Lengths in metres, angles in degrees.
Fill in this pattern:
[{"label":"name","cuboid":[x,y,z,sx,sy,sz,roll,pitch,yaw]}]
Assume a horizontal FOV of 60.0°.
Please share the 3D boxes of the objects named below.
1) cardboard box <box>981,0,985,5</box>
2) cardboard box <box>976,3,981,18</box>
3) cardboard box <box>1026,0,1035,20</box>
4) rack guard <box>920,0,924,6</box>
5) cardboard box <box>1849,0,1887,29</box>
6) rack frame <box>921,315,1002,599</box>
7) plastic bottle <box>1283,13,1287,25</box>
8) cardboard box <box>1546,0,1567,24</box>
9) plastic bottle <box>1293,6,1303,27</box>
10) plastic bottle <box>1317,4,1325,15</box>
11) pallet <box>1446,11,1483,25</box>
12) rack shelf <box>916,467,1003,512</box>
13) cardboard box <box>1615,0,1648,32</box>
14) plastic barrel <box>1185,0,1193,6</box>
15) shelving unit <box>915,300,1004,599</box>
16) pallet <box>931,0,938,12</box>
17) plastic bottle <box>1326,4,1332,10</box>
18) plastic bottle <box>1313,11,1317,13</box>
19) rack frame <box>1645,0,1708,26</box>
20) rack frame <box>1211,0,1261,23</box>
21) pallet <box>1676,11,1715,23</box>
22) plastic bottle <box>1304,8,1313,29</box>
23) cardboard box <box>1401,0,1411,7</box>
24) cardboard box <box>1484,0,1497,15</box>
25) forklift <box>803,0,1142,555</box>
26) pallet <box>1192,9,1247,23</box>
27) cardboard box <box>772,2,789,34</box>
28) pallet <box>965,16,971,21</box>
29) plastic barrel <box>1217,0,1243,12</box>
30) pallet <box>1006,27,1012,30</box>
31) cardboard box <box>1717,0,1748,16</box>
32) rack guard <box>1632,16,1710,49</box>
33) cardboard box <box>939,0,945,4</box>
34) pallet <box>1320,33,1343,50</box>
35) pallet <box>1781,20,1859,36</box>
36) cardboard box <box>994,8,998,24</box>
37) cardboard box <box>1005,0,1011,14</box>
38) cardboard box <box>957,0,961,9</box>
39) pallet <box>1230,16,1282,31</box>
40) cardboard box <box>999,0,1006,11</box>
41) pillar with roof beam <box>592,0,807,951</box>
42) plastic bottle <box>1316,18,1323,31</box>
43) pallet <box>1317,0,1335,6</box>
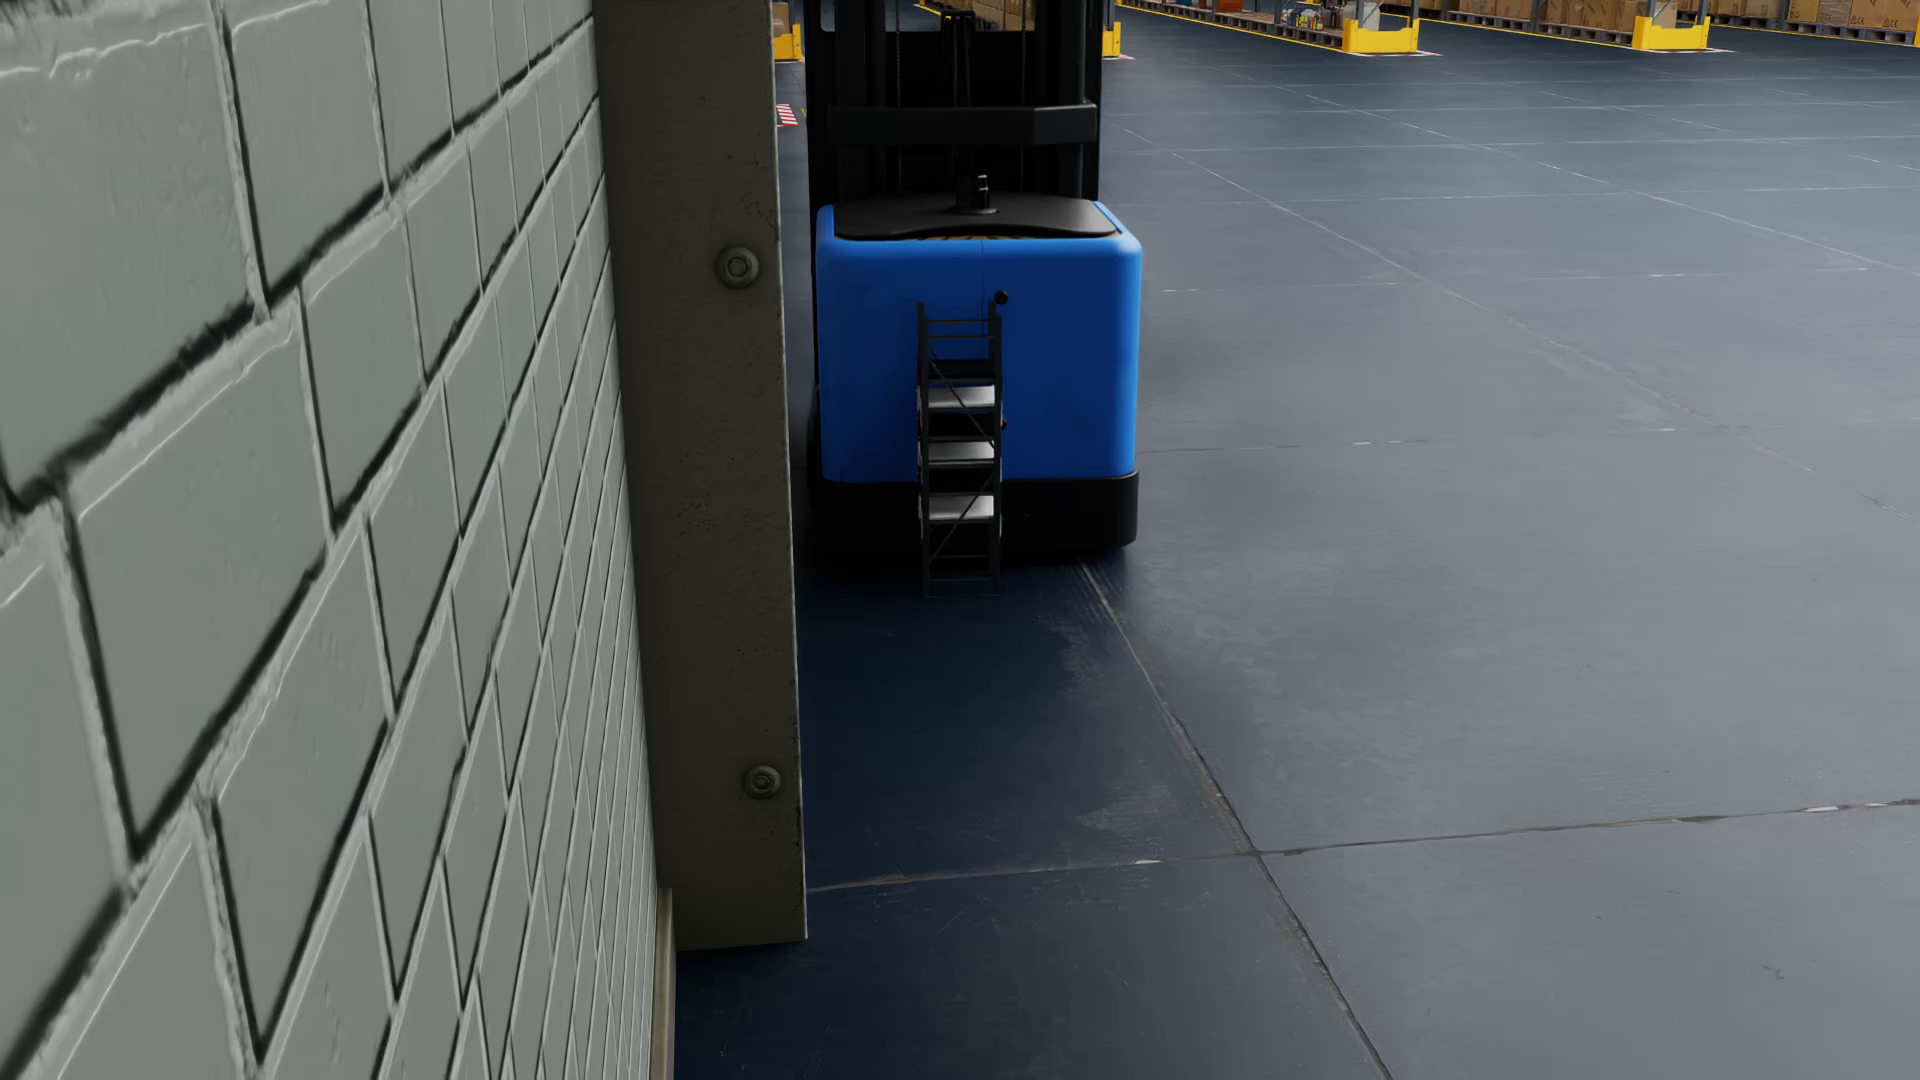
[{"label":"cardboard box","cuboid":[0.685,-10.379,31.745,0.500,0.311,0.500,-3,21,-9]},{"label":"cardboard box","cuboid":[0.603,-10.300,32.336,0.500,0.250,0.500,-3,21,-9]},{"label":"cardboard box","cuboid":[1.368,-8.768,27.162,0.500,0.500,0.500,-3,21,-8]},{"label":"rack guard","cuboid":[-0.397,-13.334,40.703,1.175,0.500,0.348,-3,21,-8]},{"label":"cardboard box","cuboid":[16.332,-9.443,29.147,0.875,0.875,0.875,-3,21,-9]},{"label":"rack frame","cuboid":[0.005,-0.241,5.074,0.240,0.900,0.006,-2,21,-4]},{"label":"plastic bottle","cuboid":[5.851,-9.353,29.841,0.097,0.201,0.097,0,20,0]},{"label":"cardboard box","cuboid":[11.143,-9.760,30.534,0.500,0.500,0.500,-4,21,-9]},{"label":"plastic bottle","cuboid":[5.957,-9.225,29.284,0.144,0.351,0.185,-4,21,-10]},{"label":"plastic bottle","cuboid":[6.459,-9.375,29.686,0.144,0.351,0.185,-3,21,-8]},{"label":"pallet","cuboid":[10.660,-10.683,34.017,1.003,0.211,1.213,-3,21,-8]},{"label":"rack shelf","cuboid":[-0.003,-0.160,5.212,0.258,0.077,0.200,-2,21,-4]},{"label":"cardboard box","cuboid":[11.508,-8.938,28.332,0.500,0.500,0.500,2,21,6]},{"label":"plastic barrel","cuboid":[5.234,-12.174,36.424,0.600,0.901,0.708,-3,21,-8]},{"label":"shelving unit","cuboid":[-0.003,-0.276,5.169,0.258,0.900,0.210,-2,21,-4]},{"label":"pallet","cuboid":[-0.109,-12.501,38.886,1.003,0.211,1.213,-3,21,-8]},{"label":"plastic bottle","cuboid":[6.602,-9.382,29.705,0.144,0.351,0.185,-3,21,-9]},{"label":"plastic bottle","cuboid":[6.161,-9.059,28.947,0.152,0.276,0.135,-3,21,-8]},{"label":"rack frame","cuboid":[11.702,-9.490,26.838,1.000,3.000,0.127,-3,21,-8]},{"label":"rack frame","cuboid":[5.647,-12.010,33.585,1.000,3.000,0.127,-3,21,-8]},{"label":"pallet","cuboid":[15.510,-10.892,34.577,1.003,0.211,1.213,-3,21,-8]},{"label":"plastic bottle","cuboid":[6.045,-9.013,28.718,0.144,0.351,0.185,-2,21,-6]},{"label":"cardboard box","cuboid":[10.349,-12.010,36.022,1.225,0.875,0.875,-3,21,-8]},{"label":"cardboard box","cuboid":[10.846,-10.677,32.959,0.700,0.500,0.500,-1,21,-3]},{"label":"forklift","cuboid":[-0.044,-1.797,6.338,1.130,2.935,3.031,-2,21,-4]},{"label":"pallet","cuboid":[5.492,-10.975,34.798,1.003,0.211,1.213,-3,21,-8]},{"label":"cardboard box","cuboid":[-3.152,-8.474,27.060,0.700,0.500,0.500,-4,21,-11]},{"label":"pallet","cuboid":[0.675,-10.716,34.105,1.003,0.211,1.213,-3,21,-8]},{"label":"plastic barrel","cuboid":[5.560,-11.359,34.342,0.600,0.830,0.708,-3,21,-8]},{"label":"pallet","cuboid":[1.395,-8.793,28.957,1.003,0.211,1.213,-3,21,-8]},{"label":"cardboard box","cuboid":[15.734,-10.778,32.900,1.050,0.750,0.750,-3,21,-8]},{"label":"rack guard","cuboid":[11.691,-8.345,27.346,1.175,0.500,0.348,-3,21,-8]},{"label":"cardboard box","cuboid":[-0.194,-12.365,37.478,0.500,0.500,0.500,-3,21,-8]},{"label":"pallet","cuboid":[6.631,-8.239,27.475,1.003,0.211,1.213,-3,21,-8]},{"label":"pallet","cuboid":[16.080,-9.517,30.894,1.003,0.211,1.213,-3,21,-8]},{"label":"cardboard box","cuboid":[0.904,-9.589,30.434,0.500,0.250,0.500,-3,21,-9]},{"label":"cardboard box","cuboid":[1.079,-9.460,29.016,0.500,0.500,0.500,-3,21,-8]},{"label":"cardboard box","cuboid":[0.222,-11.469,35.081,0.500,0.500,0.500,-4,21,-10]},{"label":"pallet","cuboid":[5.893,-10.012,32.221,1.003,0.211,1.213,-3,21,-8]},{"label":"cardboard box","cuboid":[0.980,-9.674,29.858,0.500,0.311,0.500,-3,21,-8]},{"label":"pillar with roof beam","cuboid":[3.760,-3.657,2.647,9.100,9.000,0.400,-3,21,-8]},{"label":"plastic bottle","cuboid":[6.102,-8.749,28.225,0.097,0.201,0.097,0,20,0]},{"label":"pallet","cuboid":[9.588,-13.450,41.427,1.003,0.211,1.213,-3,21,-8]}]
